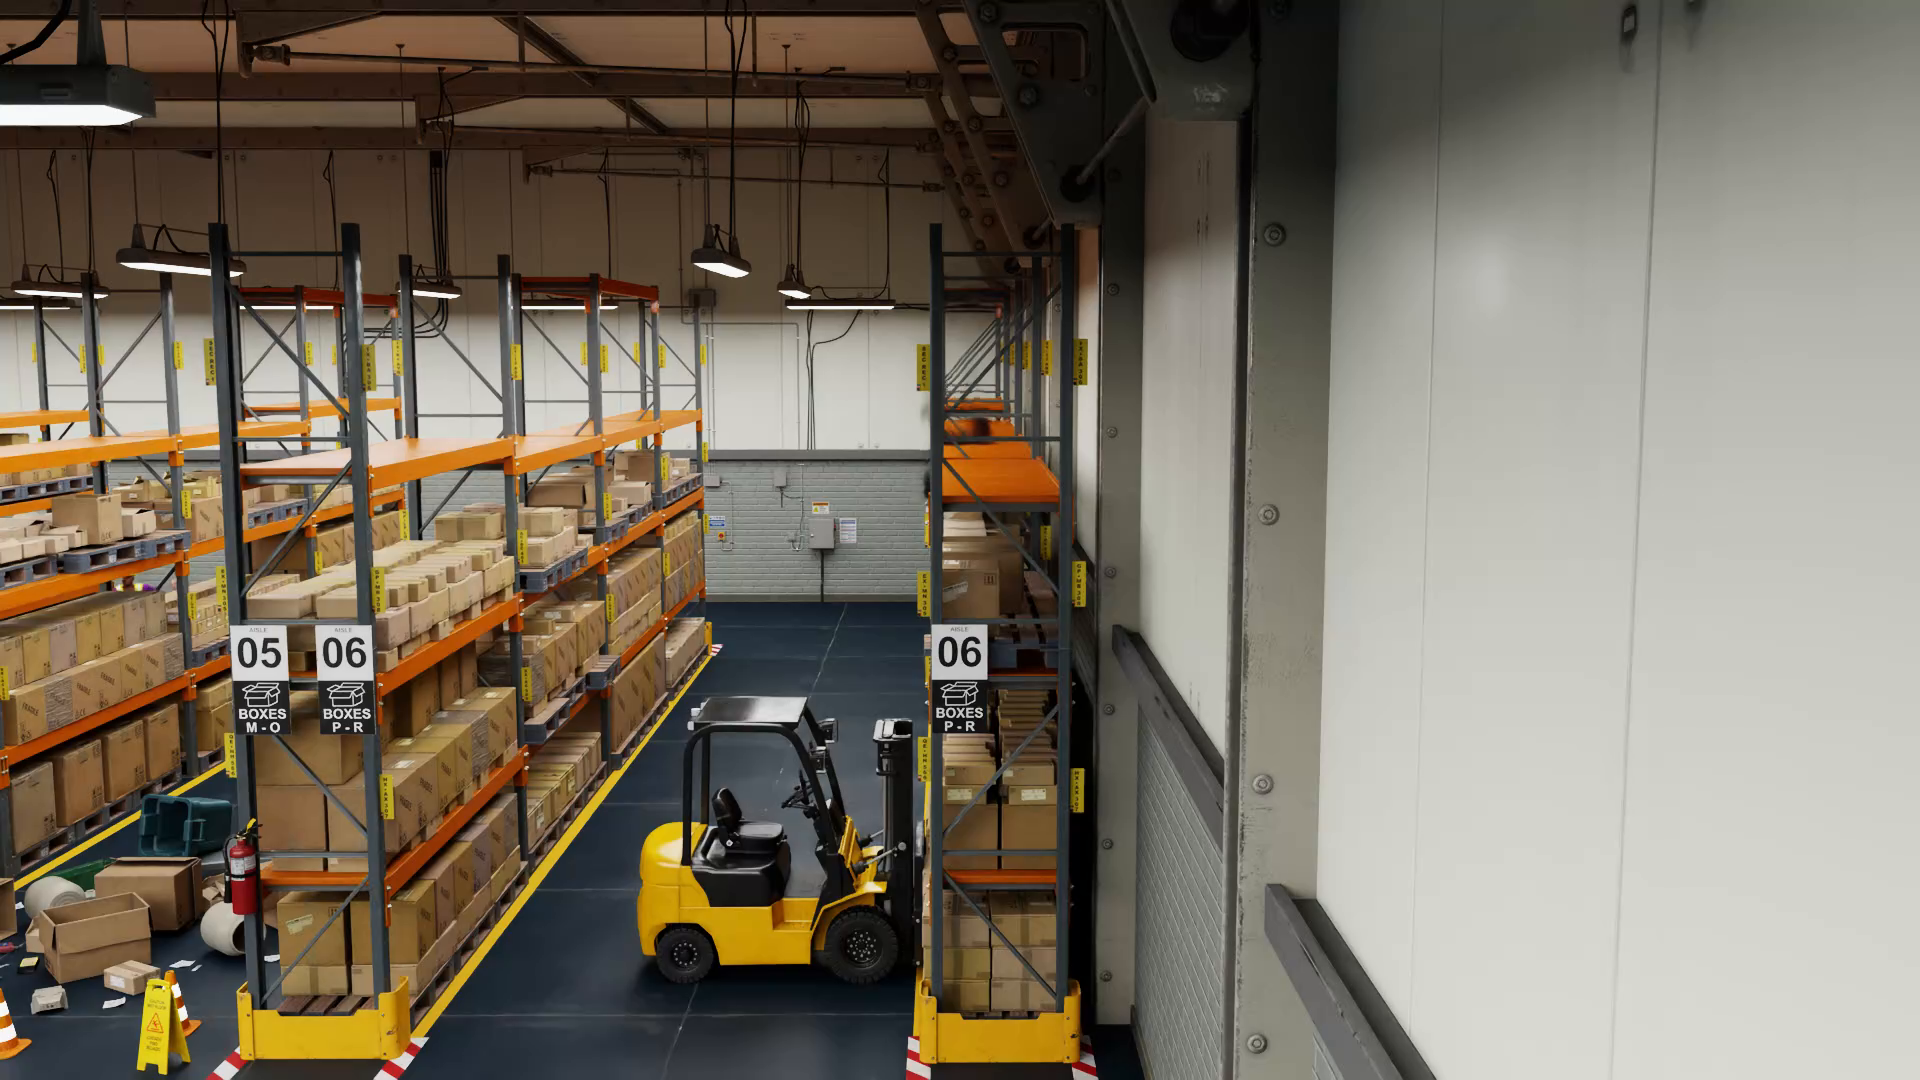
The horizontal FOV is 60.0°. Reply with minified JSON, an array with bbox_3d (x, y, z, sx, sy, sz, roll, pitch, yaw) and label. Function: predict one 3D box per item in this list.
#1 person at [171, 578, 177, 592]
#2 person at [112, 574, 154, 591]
[{"bbox_3d":[-11.542,1.424,24.605,0.659,1.739,0.933,0,7,1],"label":"person"},{"bbox_3d":[-12.720,1.304,25.542,0.640,1.796,0.886,0,7,-4],"label":"person"}]
